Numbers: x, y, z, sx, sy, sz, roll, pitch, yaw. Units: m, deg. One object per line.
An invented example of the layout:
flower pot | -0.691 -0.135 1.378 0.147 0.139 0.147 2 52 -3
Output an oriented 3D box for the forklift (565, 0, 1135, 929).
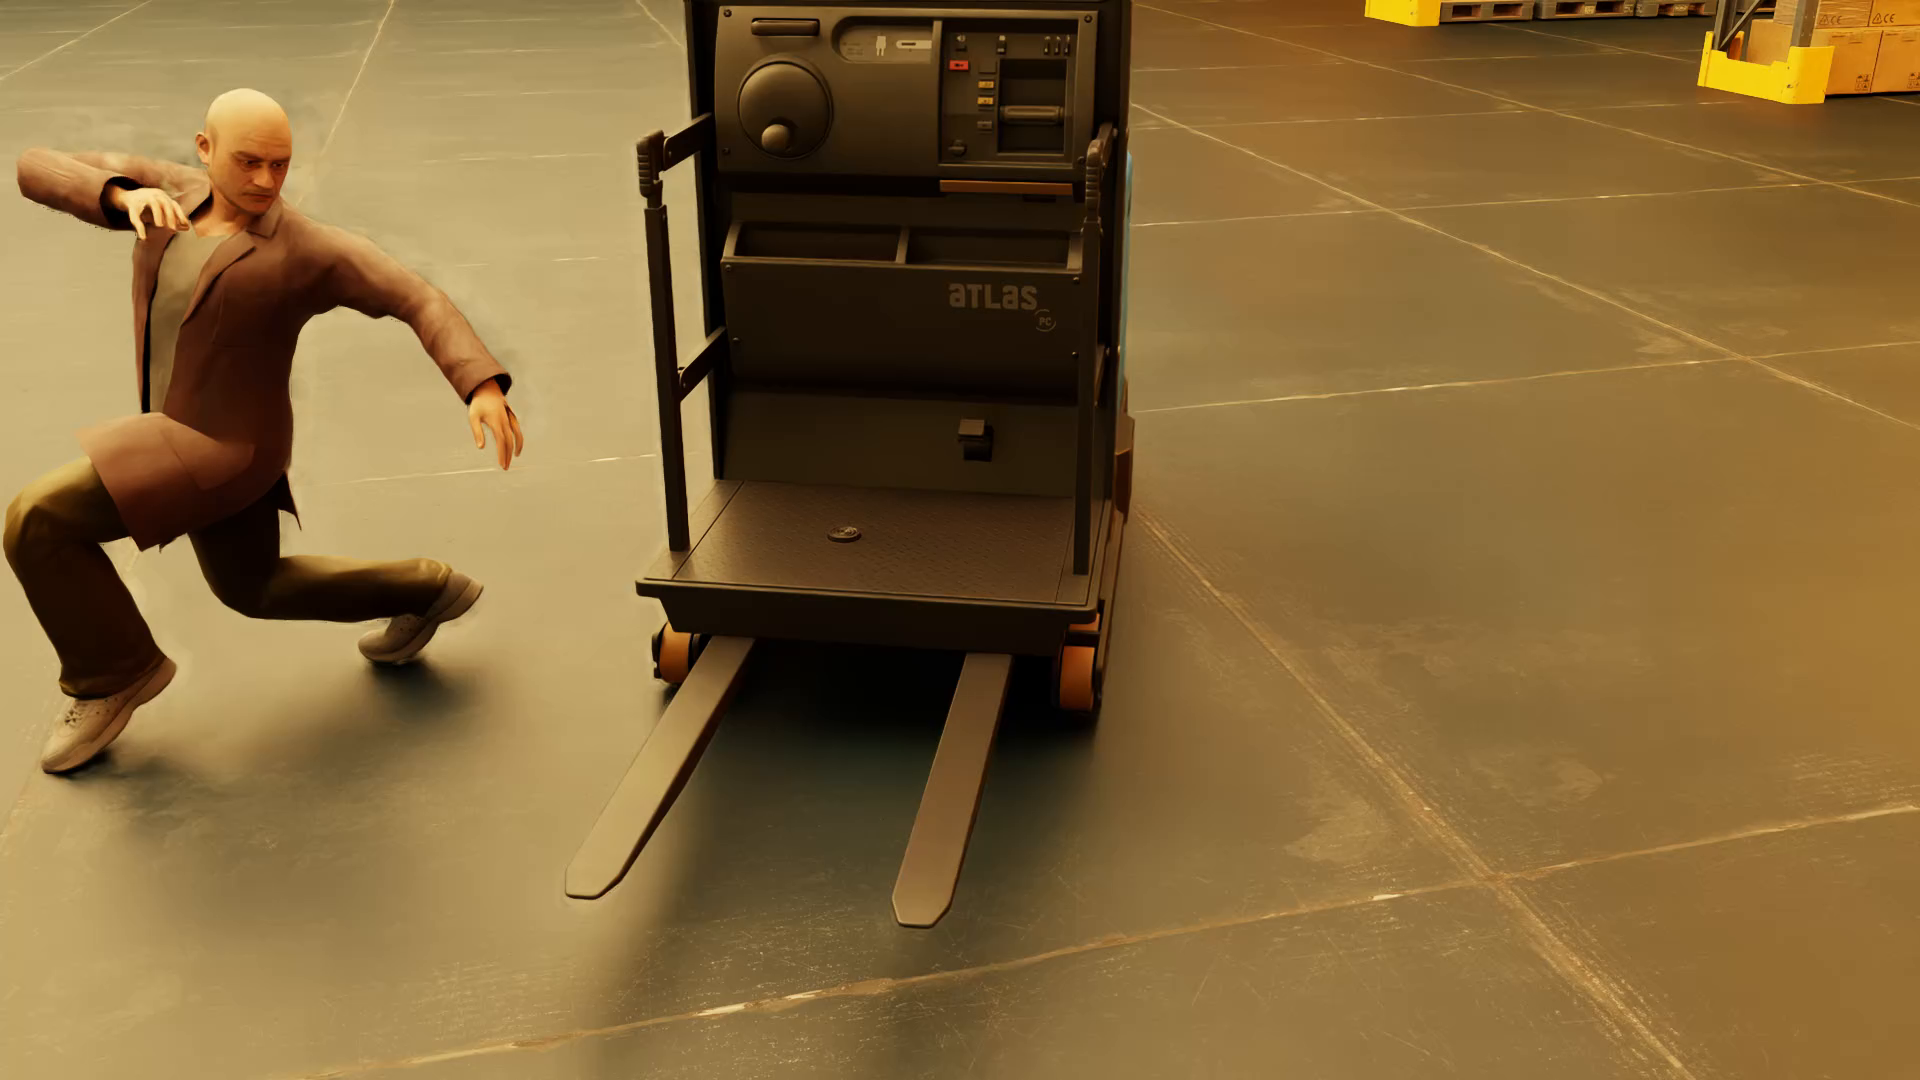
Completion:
forklift | -0.164 -1.074 3.835 1.130 2.935 3.031 3 23 8

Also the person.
person | -1.579 -0.222 3.708 1.052 1.478 0.958 -20 30 -38
